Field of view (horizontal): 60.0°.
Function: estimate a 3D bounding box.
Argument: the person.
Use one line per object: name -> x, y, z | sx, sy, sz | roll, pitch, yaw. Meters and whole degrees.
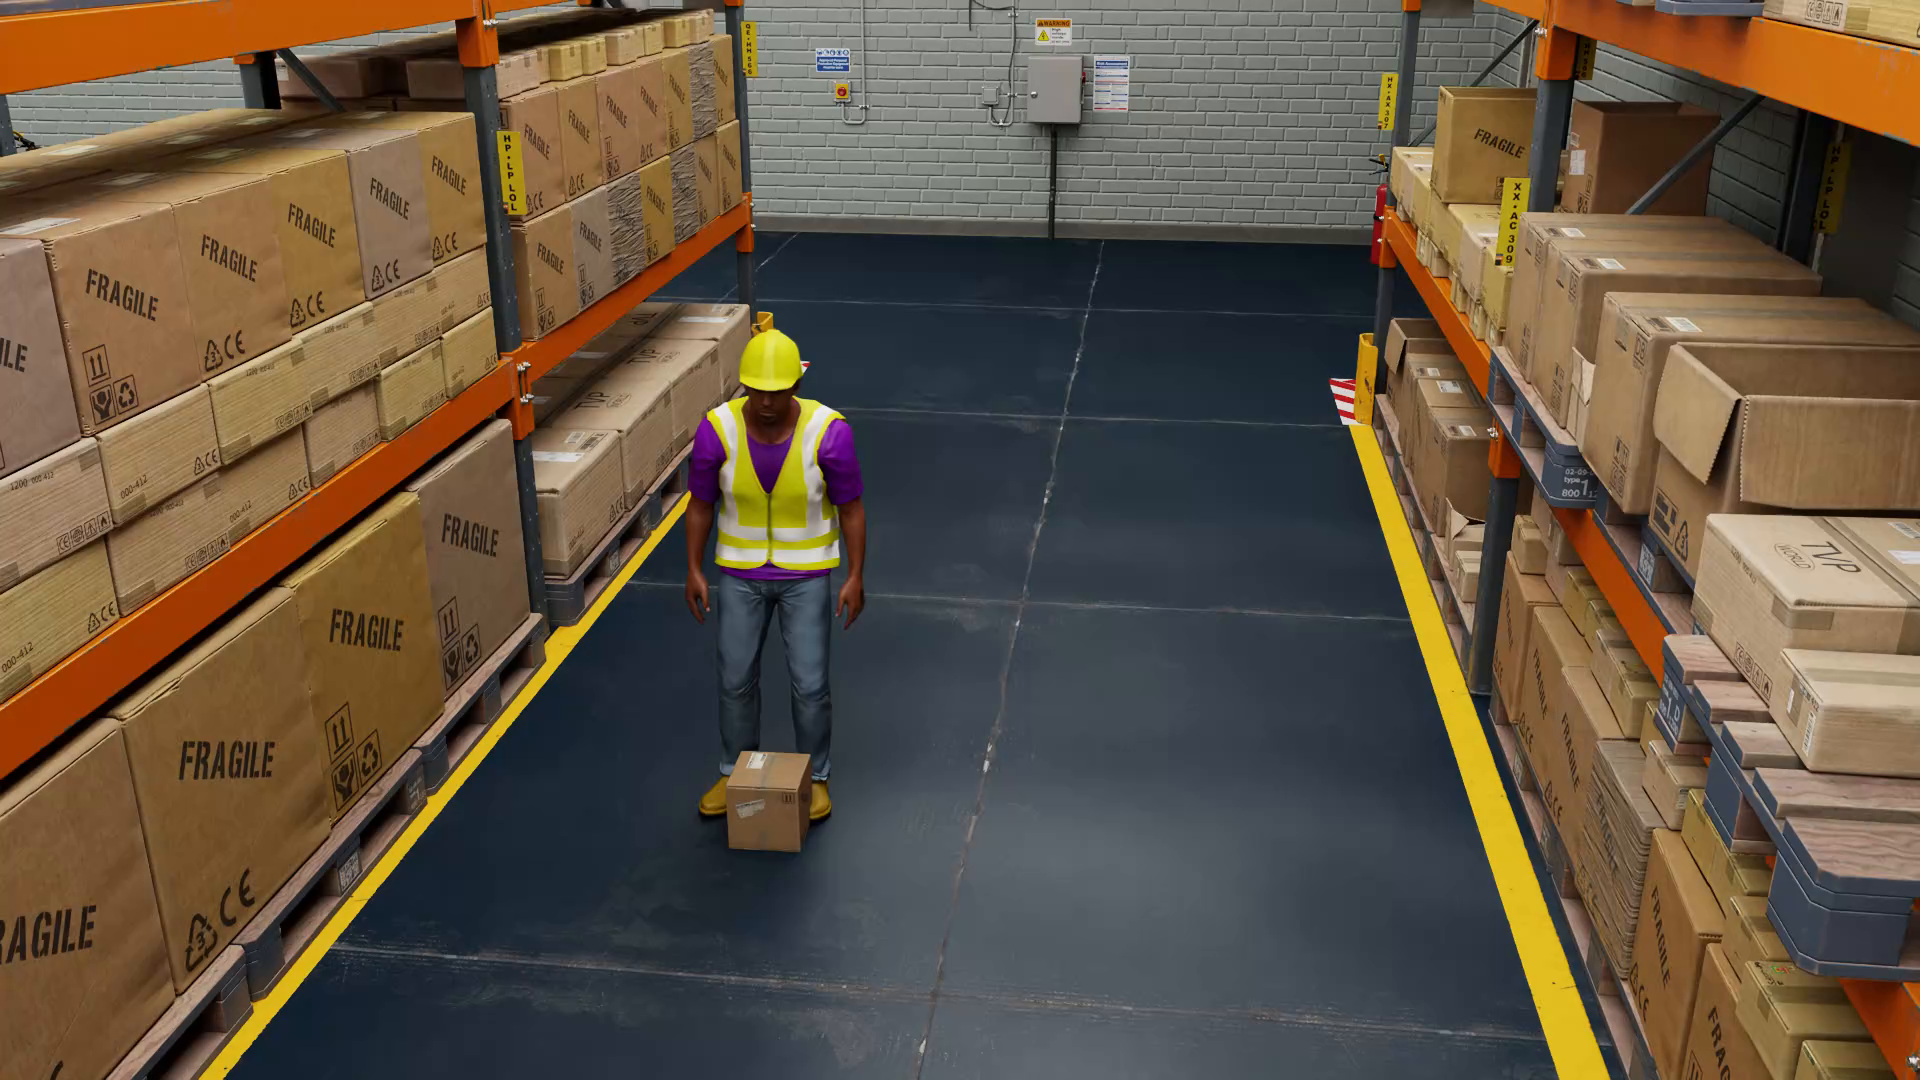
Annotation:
person -> -0.638, 0.125, 5.734 | 0.629, 1.759, 0.460 | 1, 21, 3
